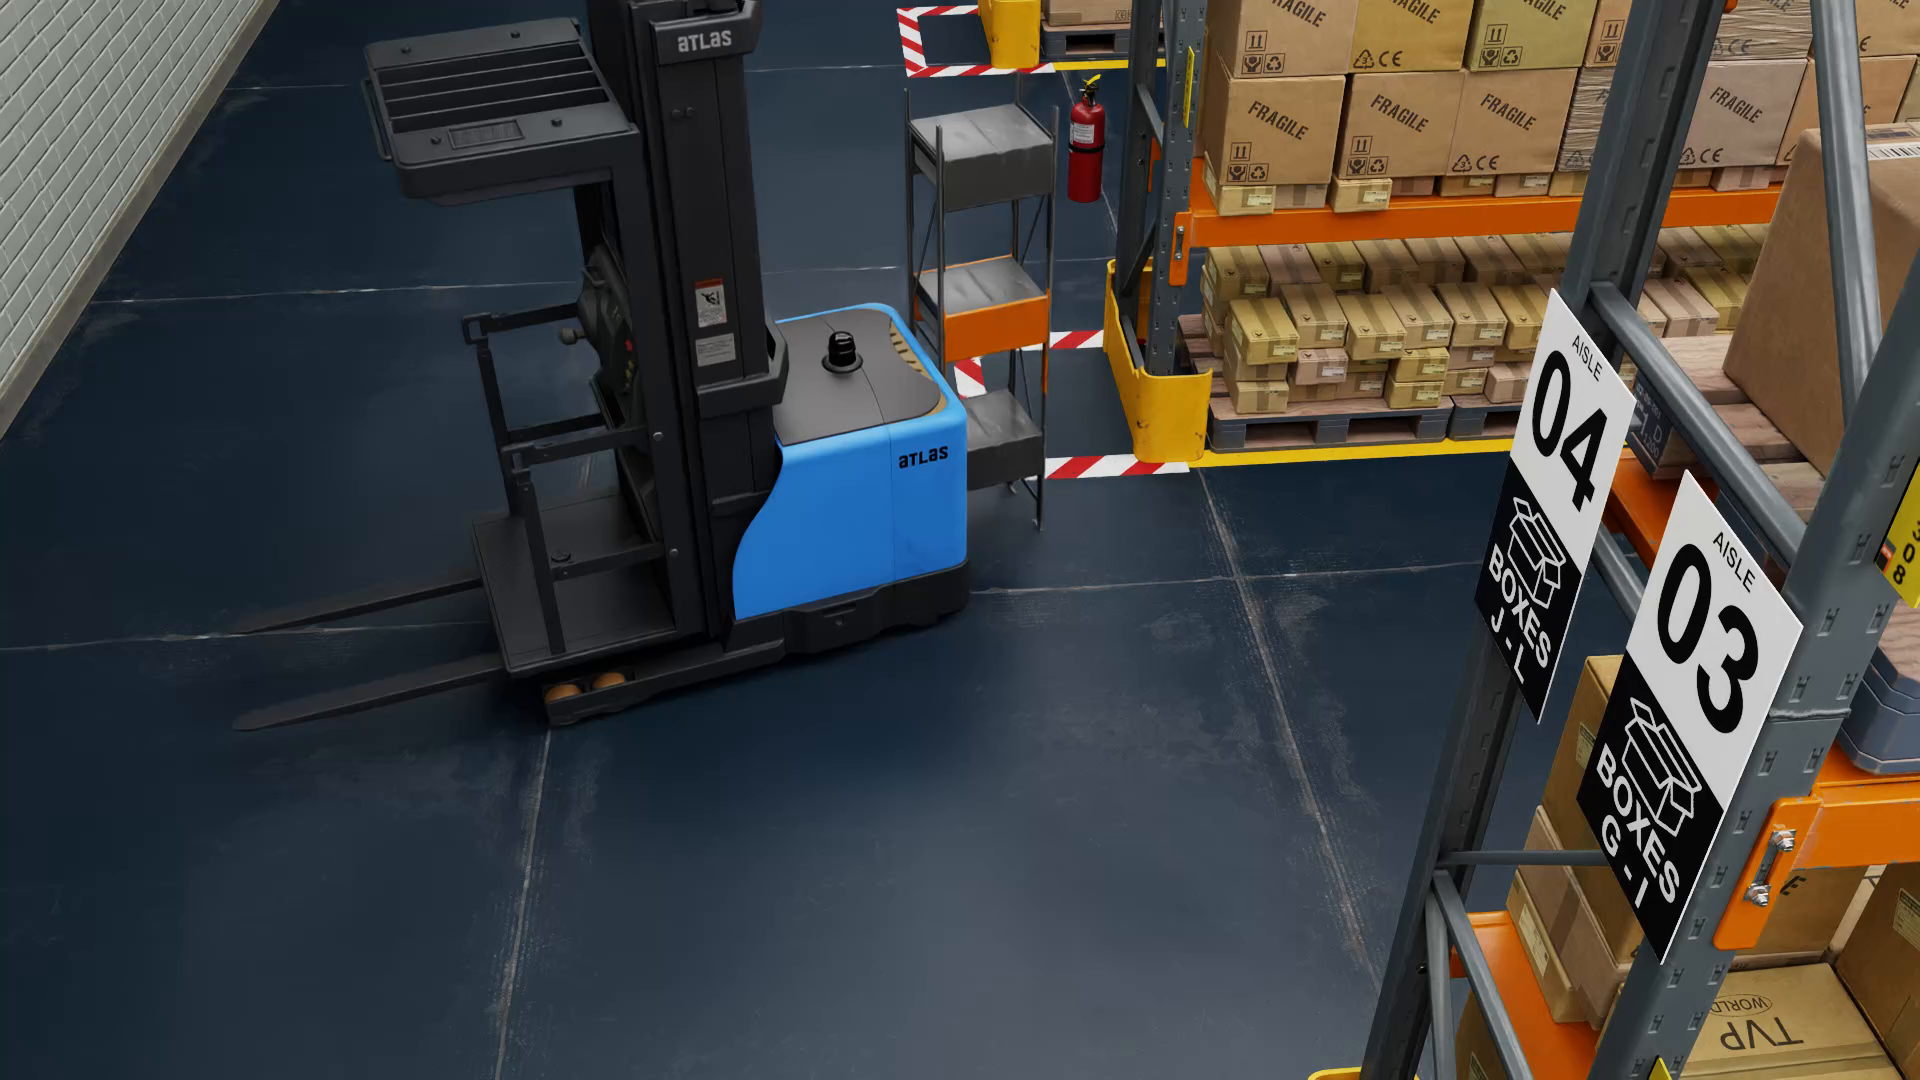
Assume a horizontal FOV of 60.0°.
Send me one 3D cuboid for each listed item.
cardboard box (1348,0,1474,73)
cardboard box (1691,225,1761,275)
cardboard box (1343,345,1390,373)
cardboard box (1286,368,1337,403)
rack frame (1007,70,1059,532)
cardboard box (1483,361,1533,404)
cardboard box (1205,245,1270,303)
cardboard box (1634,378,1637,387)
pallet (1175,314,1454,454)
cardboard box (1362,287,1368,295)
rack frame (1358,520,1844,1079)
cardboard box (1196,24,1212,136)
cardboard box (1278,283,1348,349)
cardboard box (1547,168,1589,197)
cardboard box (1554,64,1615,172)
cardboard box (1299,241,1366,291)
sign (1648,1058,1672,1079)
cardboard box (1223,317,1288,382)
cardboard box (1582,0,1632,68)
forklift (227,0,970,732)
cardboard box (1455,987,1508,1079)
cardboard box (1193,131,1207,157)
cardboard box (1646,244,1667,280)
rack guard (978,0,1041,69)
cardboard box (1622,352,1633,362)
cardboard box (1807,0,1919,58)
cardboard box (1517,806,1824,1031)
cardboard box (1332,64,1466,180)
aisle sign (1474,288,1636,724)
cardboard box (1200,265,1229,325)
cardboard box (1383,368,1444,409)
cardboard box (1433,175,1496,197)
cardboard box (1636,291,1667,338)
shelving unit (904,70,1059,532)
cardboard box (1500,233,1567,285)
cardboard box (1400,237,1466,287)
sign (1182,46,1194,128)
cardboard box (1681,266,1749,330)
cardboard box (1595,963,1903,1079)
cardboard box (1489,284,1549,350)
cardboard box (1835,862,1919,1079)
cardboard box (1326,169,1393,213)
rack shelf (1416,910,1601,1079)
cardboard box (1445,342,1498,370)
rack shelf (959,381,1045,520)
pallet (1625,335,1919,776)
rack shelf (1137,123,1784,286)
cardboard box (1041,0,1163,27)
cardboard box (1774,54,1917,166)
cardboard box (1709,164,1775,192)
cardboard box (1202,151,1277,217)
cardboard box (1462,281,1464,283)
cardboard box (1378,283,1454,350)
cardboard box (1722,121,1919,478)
[{"bbox_3d":[1.894,-2.360,7.192,0.500,0.500,0.500,-2,38,-3],"label":"cardboard box"},{"bbox_3d":[4.017,-1.504,8.717,0.250,0.149,0.380,-4,38,-5],"label":"cardboard box"},{"bbox_3d":[1.980,-1.000,8.319,0.250,0.149,0.380,-3,38,-3],"label":"cardboard box"},{"bbox_3d":[1.725,-0.861,8.382,0.250,0.149,0.380,-3,38,-4],"label":"cardboard box"},{"bbox_3d":[0.308,-0.978,7.294,0.015,2.100,0.400,-14,40,-17],"label":"rack frame"},{"bbox_3d":[2.738,-0.858,8.379,0.250,0.149,0.380,-5,39,-6],"label":"cardboard box"},{"bbox_3d":[1.426,-1.384,8.565,0.250,0.149,0.380,-3,38,-3],"label":"cardboard box"},{"bbox_3d":[3.514,-0.896,8.427,0.250,0.149,0.380,-3,38,-4],"label":"cardboard box"},{"bbox_3d":[1.809,-0.852,8.659,1.213,0.211,1.003,-3,38,-4],"label":"pallet"},{"bbox_3d":[2.216,-1.268,8.658,0.250,0.149,0.380,-4,38,-5],"label":"cardboard box"},{"bbox_3d":[1.260,1.146,3.876,0.127,3.000,1.000,-3,38,-4],"label":"rack frame"},{"bbox_3d":[1.346,-2.259,7.870,0.500,0.500,0.500,-2,38,-3],"label":"cardboard box"},{"bbox_3d":[1.737,-1.107,8.214,0.250,0.149,0.380,-2,38,-3],"label":"cardboard box"},{"bbox_3d":[2.822,-1.753,7.753,0.250,0.149,0.380,-2,38,-2],"label":"cardboard box"},{"bbox_3d":[2.920,-2.026,7.575,0.500,0.500,0.500,-4,38,-5],"label":"cardboard box"},{"bbox_3d":[1.928,-1.455,8.655,0.250,0.149,0.380,-4,38,-5],"label":"cardboard box"},{"bbox_3d":[1.303,1.118,3.148,0.005,0.325,0.100,-3,38,-4],"label":"sign"},{"bbox_3d":[1.466,-0.952,8.258,0.250,0.149,0.380,-2,38,-2],"label":"cardboard box"},{"bbox_3d":[2.921,-2.405,7.249,0.500,0.500,0.500,-4,38,-5],"label":"cardboard box"},{"bbox_3d":[-1.528,-0.769,6.358,3.031,2.935,1.130,-14,40,-17],"label":"forklift"},{"bbox_3d":[1.890,1.731,4.511,0.875,0.875,0.875,-3,38,-4],"label":"cardboard box"},{"bbox_3d":[1.221,-2.013,8.083,0.250,0.149,0.380,-3,38,-4],"label":"cardboard box"},{"bbox_3d":[3.498,-1.512,8.727,0.250,0.149,0.380,-2,38,-3],"label":"cardboard box"},{"bbox_3d":[0.358,-3.985,12.397,0.348,0.500,1.175,-3,38,-4],"label":"rack guard"},{"bbox_3d":[3.307,-1.058,8.392,0.250,0.149,0.380,-5,39,-6],"label":"cardboard box"},{"bbox_3d":[3.947,-2.463,7.322,0.500,0.500,0.500,-4,38,-5],"label":"cardboard box"},{"bbox_3d":[1.719,0.898,4.071,0.500,0.250,0.500,-4,38,-5],"label":"cardboard box"},{"bbox_3d":[1.924,-1.975,7.510,0.500,0.500,0.500,-3,38,-4],"label":"cardboard box"},{"bbox_3d":[1.162,-0.055,3.300,0.004,0.787,0.394,-3,38,-4],"label":"aisle sign"},{"bbox_3d":[1.422,-1.287,8.682,0.250,0.149,0.380,-4,38,-5],"label":"cardboard box"},{"bbox_3d":[2.236,-0.826,8.337,0.250,0.149,0.380,-3,38,-3],"label":"cardboard box"},{"bbox_3d":[2.314,-1.756,7.757,0.250,0.149,0.380,-4,38,-4],"label":"cardboard box"},{"bbox_3d":[3.281,-1.121,8.232,0.250,0.149,0.380,-4,38,-6],"label":"cardboard box"},{"bbox_3d":[0.081,-0.923,7.224,0.503,2.100,0.431,-14,40,-17],"label":"shelving unit"},{"bbox_3d":[2.985,-1.457,8.657,0.250,0.149,0.380,-3,38,-4],"label":"cardboard box"},{"bbox_3d":[2.454,-1.479,8.685,0.250,0.149,0.380,-2,38,-2],"label":"cardboard box"},{"bbox_3d":[0.969,-1.925,7.069,0.005,0.325,0.100,-3,38,-4],"label":"sign"},{"bbox_3d":[3.810,-1.215,8.351,0.250,0.149,0.380,-2,38,-2],"label":"cardboard box"},{"bbox_3d":[1.762,1.229,3.652,0.500,0.250,0.500,-4,38,-5],"label":"cardboard box"},{"bbox_3d":[2.782,-1.102,8.208,0.250,0.149,0.380,-3,38,-3],"label":"cardboard box"},{"bbox_3d":[2.260,0.907,3.455,0.500,0.500,0.500,-4,38,-5],"label":"cardboard box"},{"bbox_3d":[1.795,-1.658,7.632,0.250,0.149,0.380,-4,38,-5],"label":"cardboard box"},{"bbox_3d":[3.252,1.319,4.237,4.000,0.370,1.077,-3,38,-4],"label":"rack shelf"},{"bbox_3d":[2.501,-1.021,8.344,0.250,0.149,0.380,-5,39,-6],"label":"cardboard box"},{"bbox_3d":[0.082,-0.362,7.665,0.480,0.518,0.431,-14,40,-17],"label":"rack shelf"},{"bbox_3d":[1.998,-0.044,3.034,1.213,0.211,1.003,-3,38,-4],"label":"pallet"},{"bbox_3d":[2.913,-1.747,8.123,4.000,0.370,1.077,-3,38,-4],"label":"rack shelf"},{"bbox_3d":[1.031,-4.225,12.413,0.875,0.438,0.875,-4,38,-6],"label":"cardboard box"},{"bbox_3d":[3.931,-2.066,7.626,0.500,0.500,0.500,-4,38,-5],"label":"cardboard box"},{"bbox_3d":[3.596,-1.789,7.798,0.250,0.149,0.380,-5,39,-6],"label":"cardboard box"},{"bbox_3d":[1.273,-1.636,7.605,0.250,0.149,0.380,-3,38,-4],"label":"cardboard box"},{"bbox_3d":[2.711,-1.356,8.769,0.250,0.149,0.380,-1,38,-2],"label":"cardboard box"},{"bbox_3d":[2.239,-1.107,8.213,0.250,0.149,0.380,-5,39,-6],"label":"cardboard box"},{"bbox_3d":[1.773,-0.336,2.832,0.500,0.500,0.700,-5,39,-7],"label":"cardboard box"}]
